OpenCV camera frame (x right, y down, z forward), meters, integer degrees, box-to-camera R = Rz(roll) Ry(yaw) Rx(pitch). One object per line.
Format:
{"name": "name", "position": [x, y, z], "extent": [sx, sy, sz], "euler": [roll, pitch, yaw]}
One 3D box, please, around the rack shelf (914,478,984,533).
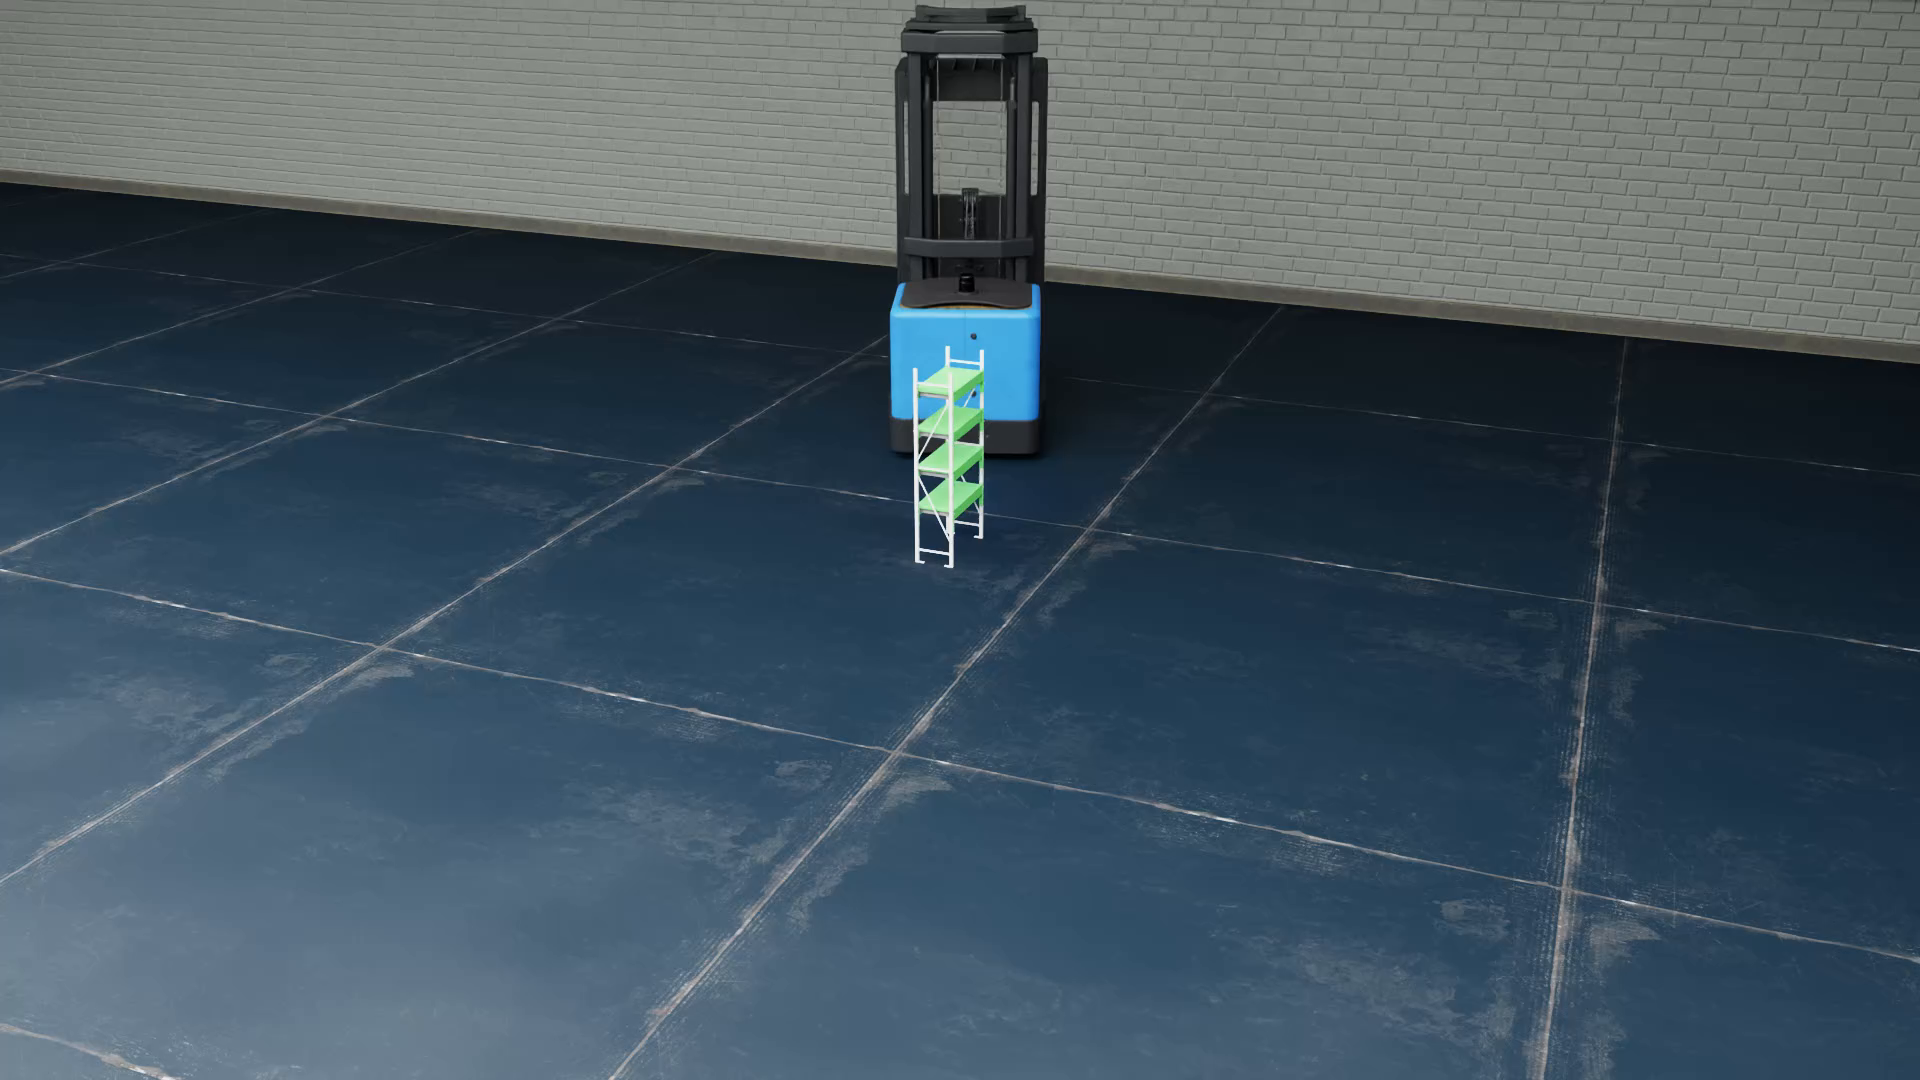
{"name": "rack shelf", "position": [-0.061, -0.214, 9.994], "extent": [0.258, 0.148, 0.480], "euler": [9, 24, 20]}

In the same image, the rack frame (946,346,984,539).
{"name": "rack frame", "position": [0.029, -0.582, 10.086], "extent": [0.240, 1.200, 0.015], "euler": [9, 24, 20]}

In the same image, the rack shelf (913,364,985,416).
{"name": "rack shelf", "position": [-0.062, -0.878, 9.717], "extent": [0.258, 0.148, 0.480], "euler": [9, 24, 20]}

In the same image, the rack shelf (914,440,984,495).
{"name": "rack shelf", "position": [-0.061, -0.435, 9.902], "extent": [0.258, 0.148, 0.480], "euler": [9, 24, 20]}

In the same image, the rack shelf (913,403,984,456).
{"name": "rack shelf", "position": [-0.062, -0.657, 9.809], "extent": [0.258, 0.148, 0.480], "euler": [9, 24, 20]}

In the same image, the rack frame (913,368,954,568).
{"name": "rack frame", "position": [-0.152, -0.407, 9.668], "extent": [0.240, 1.200, 0.015], "euler": [9, 24, 20]}

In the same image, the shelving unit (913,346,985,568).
{"name": "shelving unit", "position": [-0.062, -0.494, 9.877], "extent": [0.258, 1.200, 0.503], "euler": [9, 24, 20]}

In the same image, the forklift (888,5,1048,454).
{"name": "forklift", "position": [0.090, -2.469, 12.357], "extent": [1.130, 2.935, 3.031], "euler": [1, 23, 2]}
